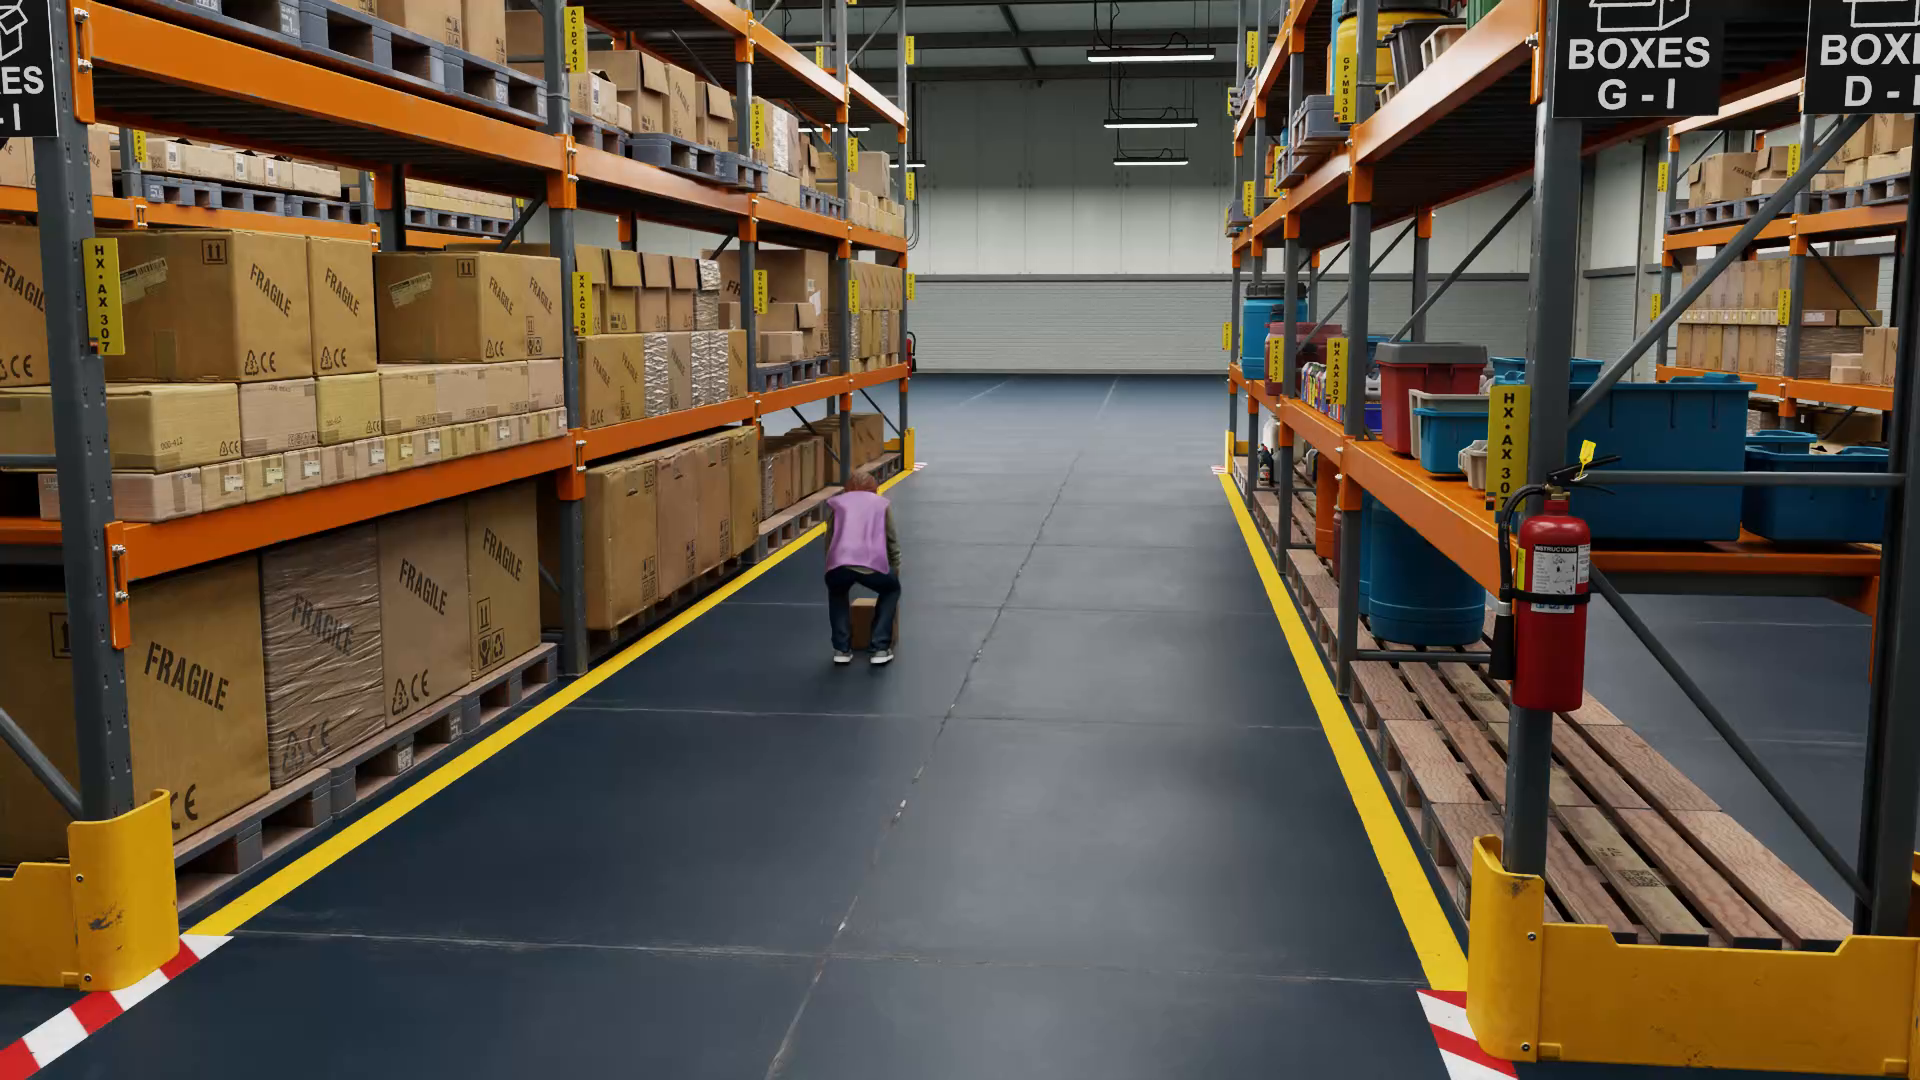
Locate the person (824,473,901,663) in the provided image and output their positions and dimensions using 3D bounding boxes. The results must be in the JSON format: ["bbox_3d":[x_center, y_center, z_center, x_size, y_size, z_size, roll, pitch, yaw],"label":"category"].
[{"bbox_3d":[-0.567,0.166,9.297,0.458,1.010,0.768,1,8,6],"label":"person"}]
